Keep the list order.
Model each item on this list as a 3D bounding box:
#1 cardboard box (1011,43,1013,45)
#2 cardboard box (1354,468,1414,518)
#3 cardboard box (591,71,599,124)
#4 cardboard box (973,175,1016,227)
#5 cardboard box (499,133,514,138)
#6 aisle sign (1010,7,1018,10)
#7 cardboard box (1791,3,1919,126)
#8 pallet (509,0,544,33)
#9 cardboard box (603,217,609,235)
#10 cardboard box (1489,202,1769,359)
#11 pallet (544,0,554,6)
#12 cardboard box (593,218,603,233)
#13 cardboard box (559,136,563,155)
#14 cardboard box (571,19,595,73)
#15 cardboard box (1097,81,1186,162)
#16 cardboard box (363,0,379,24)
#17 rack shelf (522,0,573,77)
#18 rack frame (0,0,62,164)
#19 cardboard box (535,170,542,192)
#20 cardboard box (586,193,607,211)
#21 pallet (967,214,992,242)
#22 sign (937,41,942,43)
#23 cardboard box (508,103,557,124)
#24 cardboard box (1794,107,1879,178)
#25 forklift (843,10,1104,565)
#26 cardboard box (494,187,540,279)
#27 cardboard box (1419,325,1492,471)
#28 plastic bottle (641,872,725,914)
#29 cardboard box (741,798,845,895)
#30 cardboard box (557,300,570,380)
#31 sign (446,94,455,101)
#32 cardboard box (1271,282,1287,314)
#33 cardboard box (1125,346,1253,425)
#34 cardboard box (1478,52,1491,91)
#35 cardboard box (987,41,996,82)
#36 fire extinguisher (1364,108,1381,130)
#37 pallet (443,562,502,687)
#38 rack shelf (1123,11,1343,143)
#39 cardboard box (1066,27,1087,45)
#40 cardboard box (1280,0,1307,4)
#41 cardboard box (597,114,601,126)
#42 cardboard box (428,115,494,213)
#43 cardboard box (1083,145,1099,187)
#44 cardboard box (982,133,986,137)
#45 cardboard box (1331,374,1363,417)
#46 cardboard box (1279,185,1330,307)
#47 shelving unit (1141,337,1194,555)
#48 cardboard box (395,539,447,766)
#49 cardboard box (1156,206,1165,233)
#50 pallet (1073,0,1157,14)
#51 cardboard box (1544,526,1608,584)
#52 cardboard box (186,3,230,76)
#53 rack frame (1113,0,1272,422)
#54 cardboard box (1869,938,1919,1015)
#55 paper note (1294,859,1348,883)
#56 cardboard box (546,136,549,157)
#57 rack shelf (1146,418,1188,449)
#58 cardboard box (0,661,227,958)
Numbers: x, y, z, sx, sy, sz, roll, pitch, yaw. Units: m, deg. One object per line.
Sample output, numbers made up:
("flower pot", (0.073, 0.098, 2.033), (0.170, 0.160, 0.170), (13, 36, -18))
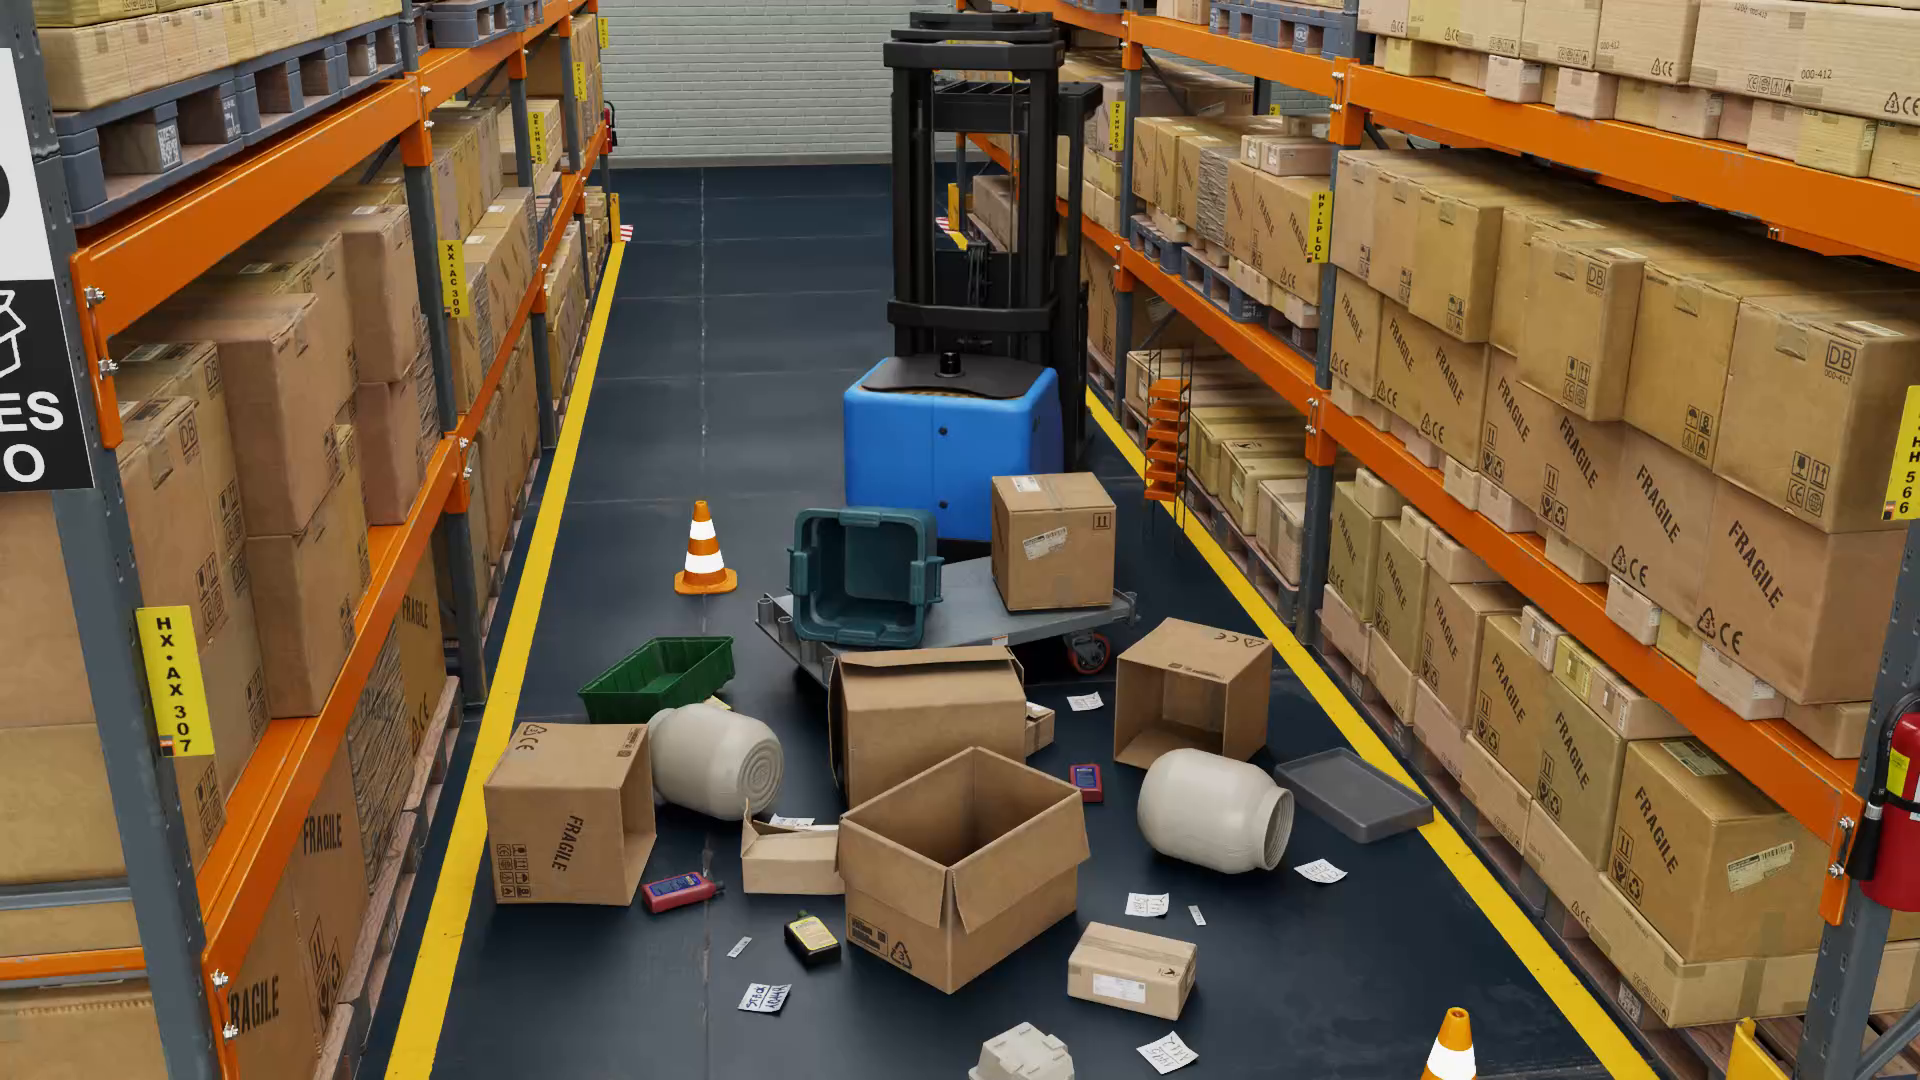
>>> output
("cardboard box", (0.681, -4.596, 15.236), (0.380, 0.149, 0.250), (-3, 21, -9))
("cardboard box", (1.970, -0.216, 7.339), (0.380, 0.149, 0.250), (-3, 21, -7))
("cardboard box", (-3.949, -4.477, 16.847), (0.500, 0.500, 0.500), (-3, 21, -8))
("cardboard box", (0.657, -3.844, 18.784), (0.875, 0.438, 0.875), (-4, 21, -10))
("cardboard box", (-3.252, -2.814, 11.873), (0.380, 0.149, 0.250), (-4, 21, -10))
("aisle sign", (0.760, -6.330, 18.661), (0.394, 0.787, 0.004), (-3, 21, -8))
("cardboard box", (2.429, -1.170, 4.063), (0.500, 0.250, 0.500), (-3, 21, -8))
("pallet", (-3.122, -3.113, 9.748), (1.213, 0.211, 1.003), (-2, 21, -5))
("cardboard box", (-4.001, -3.392, 17.986), (0.380, 0.149, 0.250), (-2, 21, -6))
("cardboard box", (2.305, -0.879, 5.785), (0.700, 0.500, 0.500), (-3, 21, -8))
("pallet", (-3.708, -4.141, 12.498), (1.213, 0.211, 1.003), (-3, 21, -8))
("cardboard box", (-3.898, -3.261, 17.208), (0.380, 0.149, 0.250), (-3, 21, -7))
("cardboard box", (-3.591, -3.353, 14.166), (0.380, 0.149, 0.250), (-3, 21, -9))
("cardboard box", (-3.951, -4.941, 16.660), (0.500, 0.500, 0.500), (-2, 21, -5))
("cardboard box", (1.283, -2.983, 11.843), (0.500, 0.500, 0.500), (-3, 21, -9))
("cardboard box", (-2.246, -1.876, 5.782), (0.380, 0.149, 0.250), (-3, 21, -7))
("rack shelf", (-3.556, -3.778, 12.284), (1.077, 0.370, 4.000), (-3, 21, -8))
("rack frame", (-2.114, -2.058, 2.364), (1.000, 3.000, 0.127), (-3, 21, -8))
("cardboard box", (-3.291, -2.633, 12.237), (0.380, 0.149, 0.250), (-2, 21, -6))
("cardboard box", (-3.951, -3.583, 17.647), (0.380, 0.149, 0.250), (-3, 21, -9))
("pallet", (0.656, -3.492, 18.765), (1.003, 0.211, 1.213), (-3, 21, -8))
("sign", (-0.429, -7.168, 24.234), (0.327, 0.218, 0.001), (-3, 21, -8))
("cardboard box", (-3.553, -3.538, 13.809), (0.380, 0.149, 0.250), (-4, 21, -9))
("cardboard box", (2.373, -1.013, 4.214), (0.380, 0.149, 0.250), (-3, 21, -7))
("forklift", (0.214, -1.609, 9.834), (1.130, 2.935, 3.031), (5, 21, 13))
("cardboard box", (-2.937, -1.921, 10.431), (0.500, 0.500, 0.500), (-3, 21, -8))
("cardboard box", (2.136, -0.589, 6.439), (0.500, 0.500, 0.500), (-3, 21, -8))
("plastic bottle", (-1.023, 1.296, 6.159), (0.283, 0.061, 0.133), (-11, 23, -26))
("cardboard box", (-0.620, 1.151, 6.255), (0.396, 0.266, 0.258), (1, 20, 2))
("cardboard box", (-3.193, -1.474, 12.349), (0.500, 0.500, 0.500), (-3, 21, -7))
("sign", (-4.380, -3.777, 14.306), (0.100, 0.325, 0.005), (-3, 21, -8))
("cardboard box", (1.825, -1.252, 8.541), (0.380, 0.149, 0.250), (-4, 21, -9))
("cardboard box", (1.688, -1.071, 11.453), (0.950, 0.372, 0.625), (-4, 21, -11))
("cardboard box", (2.147, -1.728, 6.129), (0.380, 0.149, 0.250), (-4, 21, -9))
("cardboard box", (0.551, -4.703, 16.449), (0.500, 0.500, 0.500), (-3, 21, -7))
("fire extinguisher", (4.896, -5.140, 19.834), (0.296, 0.674, 0.183), (-3, 21, -8))
("pallet", (-2.876, 0.411, 8.314), (1.003, 0.211, 1.213), (-3, 21, -8))
("rack shelf", (1.905, -2.677, 9.339), (1.077, 0.370, 4.000), (-3, 21, -8))
("cardboard box", (1.198, -4.716, 15.557), (0.380, 0.149, 0.250), (-3, 21, -7))
("cardboard box", (1.898, -2.819, 8.303), (0.500, 0.250, 0.500), (-3, 21, -7))
("cardboard box", (-4.094, -4.571, 18.025), (0.380, 0.149, 0.250), (-3, 21, -8))
("cardboard box", (-3.138, -2.201, 9.751), (0.700, 0.500, 0.500), (-3, 21, -9))
("cardboard box", (1.218, -2.798, 12.420), (0.500, 0.250, 0.500), (-3, 21, -9))
("cardboard box", (0.493, -4.414, 17.105), (0.500, 0.500, 0.500), (-2, 21, -6))
("cardboard box", (1.921, -0.674, 7.592), (0.380, 0.149, 0.250), (-3, 21, -8))
("cardboard box", (1.899, -1.448, 8.138), (0.500, 0.500, 0.500), (-3, 21, -9))
("shelving unit", (1.173, -0.529, 9.419), (0.189, 1.200, 0.258), (8, 22, 20))
("cardboard box", (-2.669, 0.388, 6.827), (0.875, 0.875, 0.875), (-3, 21, -7))
("cardboard box", (1.481, -2.062, 10.709), (0.380, 0.149, 0.250), (-4, 21, -11))
("pallet", (1.471, -3.839, 11.689), (1.213, 0.211, 1.003), (-2, 21, -5))
("cardboard box", (2.250, 0.028, 5.713), (0.380, 0.149, 0.250), (-3, 21, -8))
("cardboard box", (-1.956, -1.176, 3.906), (0.380, 0.149, 0.250), (-3, 21, -7))
("rack frame", (1.617, -2.302, 11.591), (1.000, 3.000, 0.127), (-3, 21, -8))
("cardboard box", (2.927, 1.266, 5.368), (0.500, 0.250, 0.500), (-3, 21, -8))
("paper note", (1.371, 1.255, 6.313), (0.142, 0.019, 0.148), (-11, 23, -26))
("cardboard box", (-3.397, -3.036, 12.892), (0.380, 0.149, 0.250), (-3, 21, -8))
("rack shelf", (1.173, -0.600, 9.392), (0.180, 0.103, 0.258), (8, 22, 20))
("cardboard box", (-2.212, 0.556, 3.725), (0.875, 0.550, 0.550), (-3, 21, -8))
